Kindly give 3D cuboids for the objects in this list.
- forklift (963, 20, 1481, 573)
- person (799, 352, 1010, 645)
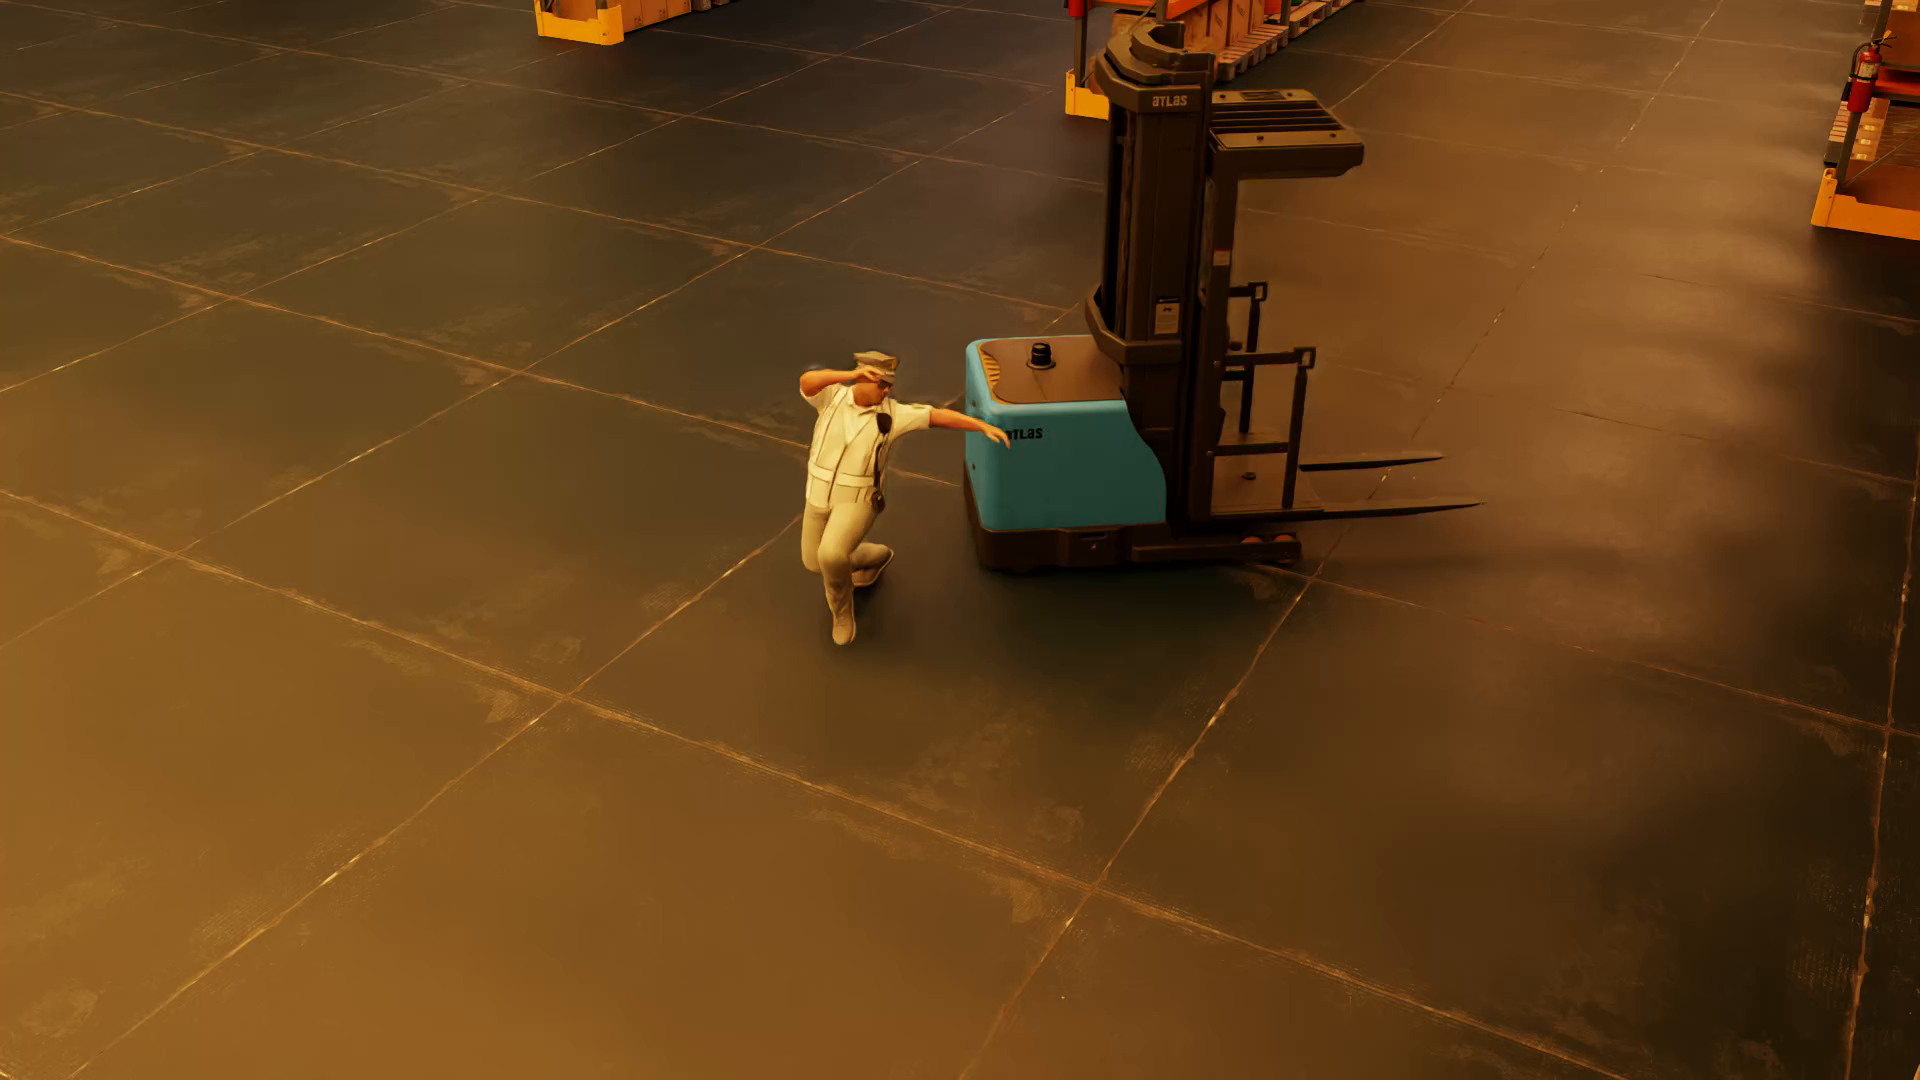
[{"bbox_3d":[1.574,-1.381,9.463,3.031,2.935,1.130,-3,30,-5],"label":"forklift"},{"bbox_3d":[-0.362,-0.202,8.901,1.078,1.535,0.880,12,32,20],"label":"person"}]
